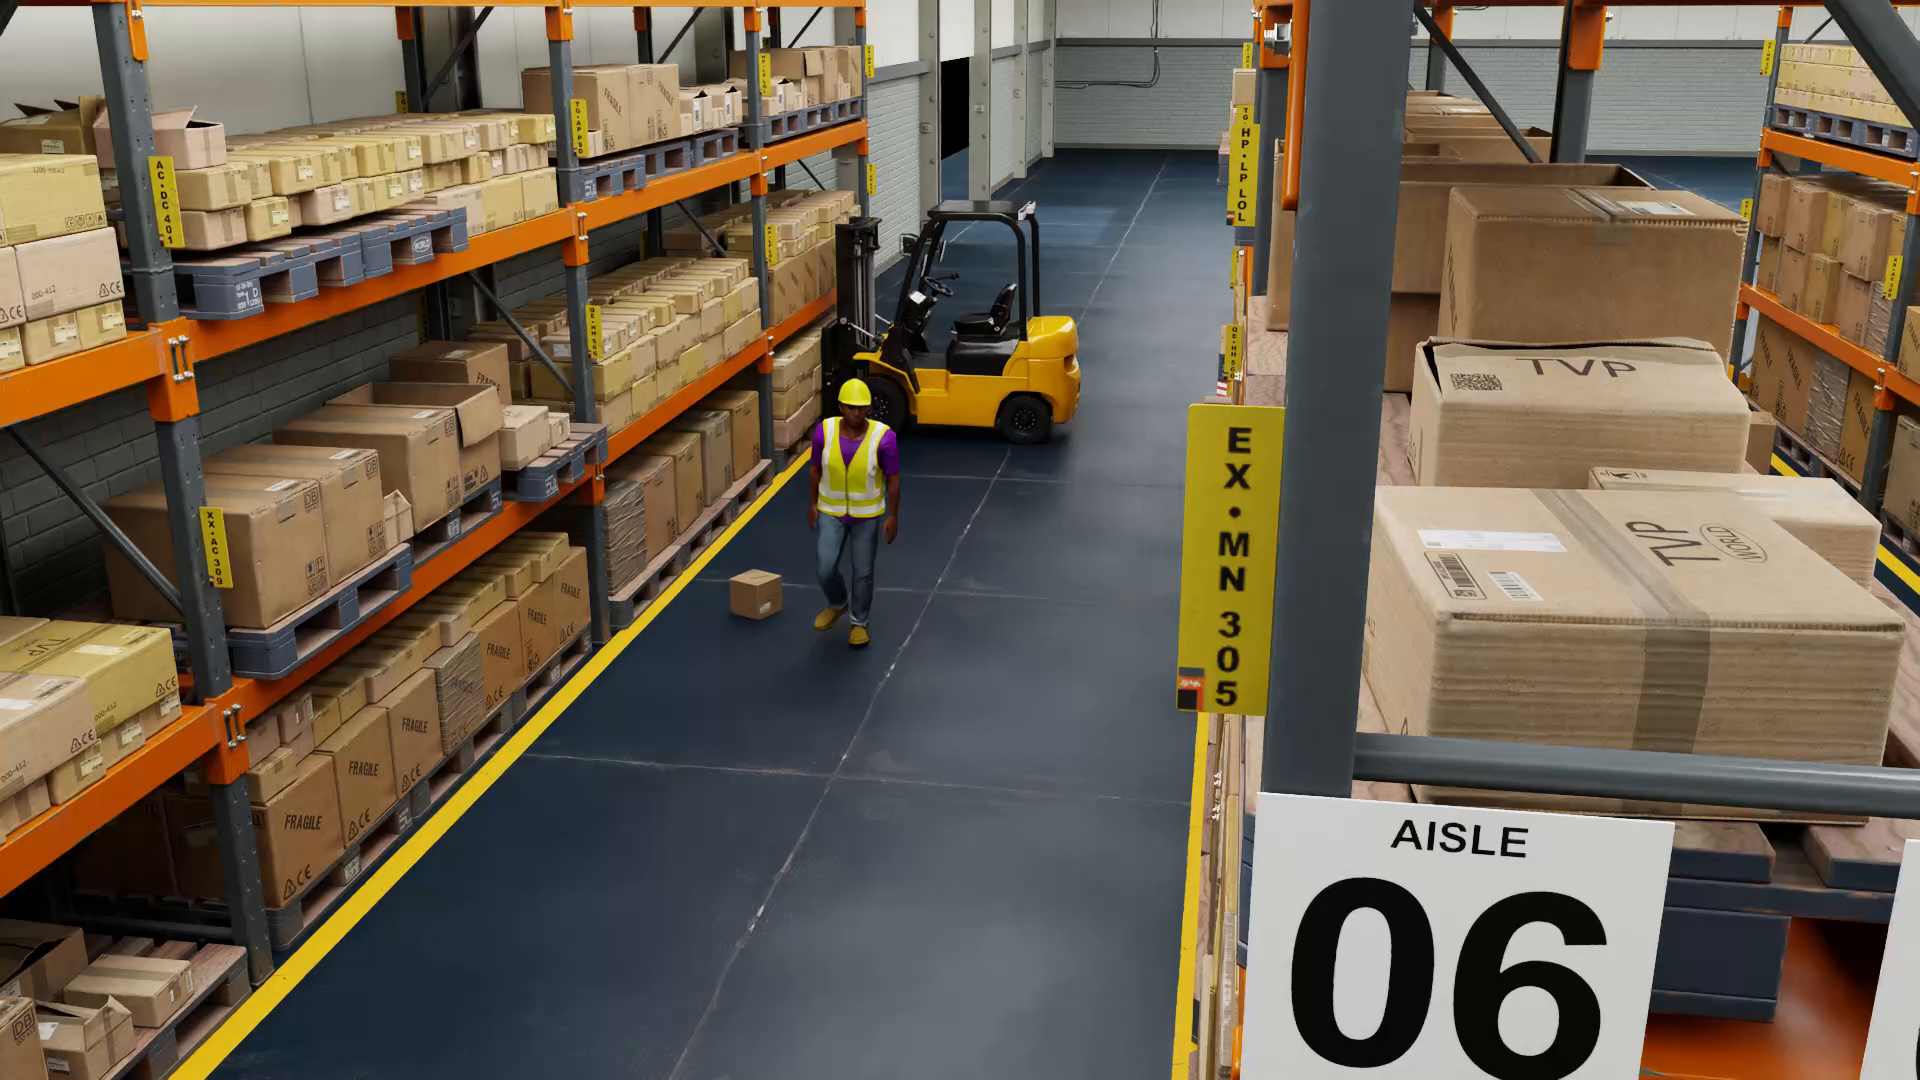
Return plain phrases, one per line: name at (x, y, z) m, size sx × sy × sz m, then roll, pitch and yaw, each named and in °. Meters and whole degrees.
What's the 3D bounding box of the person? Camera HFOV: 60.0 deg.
person at (-0.676, -0.171, 10.503) m, size 0.612 × 1.752 × 0.496 m, roll 1°, pitch 18°, yaw 4°
